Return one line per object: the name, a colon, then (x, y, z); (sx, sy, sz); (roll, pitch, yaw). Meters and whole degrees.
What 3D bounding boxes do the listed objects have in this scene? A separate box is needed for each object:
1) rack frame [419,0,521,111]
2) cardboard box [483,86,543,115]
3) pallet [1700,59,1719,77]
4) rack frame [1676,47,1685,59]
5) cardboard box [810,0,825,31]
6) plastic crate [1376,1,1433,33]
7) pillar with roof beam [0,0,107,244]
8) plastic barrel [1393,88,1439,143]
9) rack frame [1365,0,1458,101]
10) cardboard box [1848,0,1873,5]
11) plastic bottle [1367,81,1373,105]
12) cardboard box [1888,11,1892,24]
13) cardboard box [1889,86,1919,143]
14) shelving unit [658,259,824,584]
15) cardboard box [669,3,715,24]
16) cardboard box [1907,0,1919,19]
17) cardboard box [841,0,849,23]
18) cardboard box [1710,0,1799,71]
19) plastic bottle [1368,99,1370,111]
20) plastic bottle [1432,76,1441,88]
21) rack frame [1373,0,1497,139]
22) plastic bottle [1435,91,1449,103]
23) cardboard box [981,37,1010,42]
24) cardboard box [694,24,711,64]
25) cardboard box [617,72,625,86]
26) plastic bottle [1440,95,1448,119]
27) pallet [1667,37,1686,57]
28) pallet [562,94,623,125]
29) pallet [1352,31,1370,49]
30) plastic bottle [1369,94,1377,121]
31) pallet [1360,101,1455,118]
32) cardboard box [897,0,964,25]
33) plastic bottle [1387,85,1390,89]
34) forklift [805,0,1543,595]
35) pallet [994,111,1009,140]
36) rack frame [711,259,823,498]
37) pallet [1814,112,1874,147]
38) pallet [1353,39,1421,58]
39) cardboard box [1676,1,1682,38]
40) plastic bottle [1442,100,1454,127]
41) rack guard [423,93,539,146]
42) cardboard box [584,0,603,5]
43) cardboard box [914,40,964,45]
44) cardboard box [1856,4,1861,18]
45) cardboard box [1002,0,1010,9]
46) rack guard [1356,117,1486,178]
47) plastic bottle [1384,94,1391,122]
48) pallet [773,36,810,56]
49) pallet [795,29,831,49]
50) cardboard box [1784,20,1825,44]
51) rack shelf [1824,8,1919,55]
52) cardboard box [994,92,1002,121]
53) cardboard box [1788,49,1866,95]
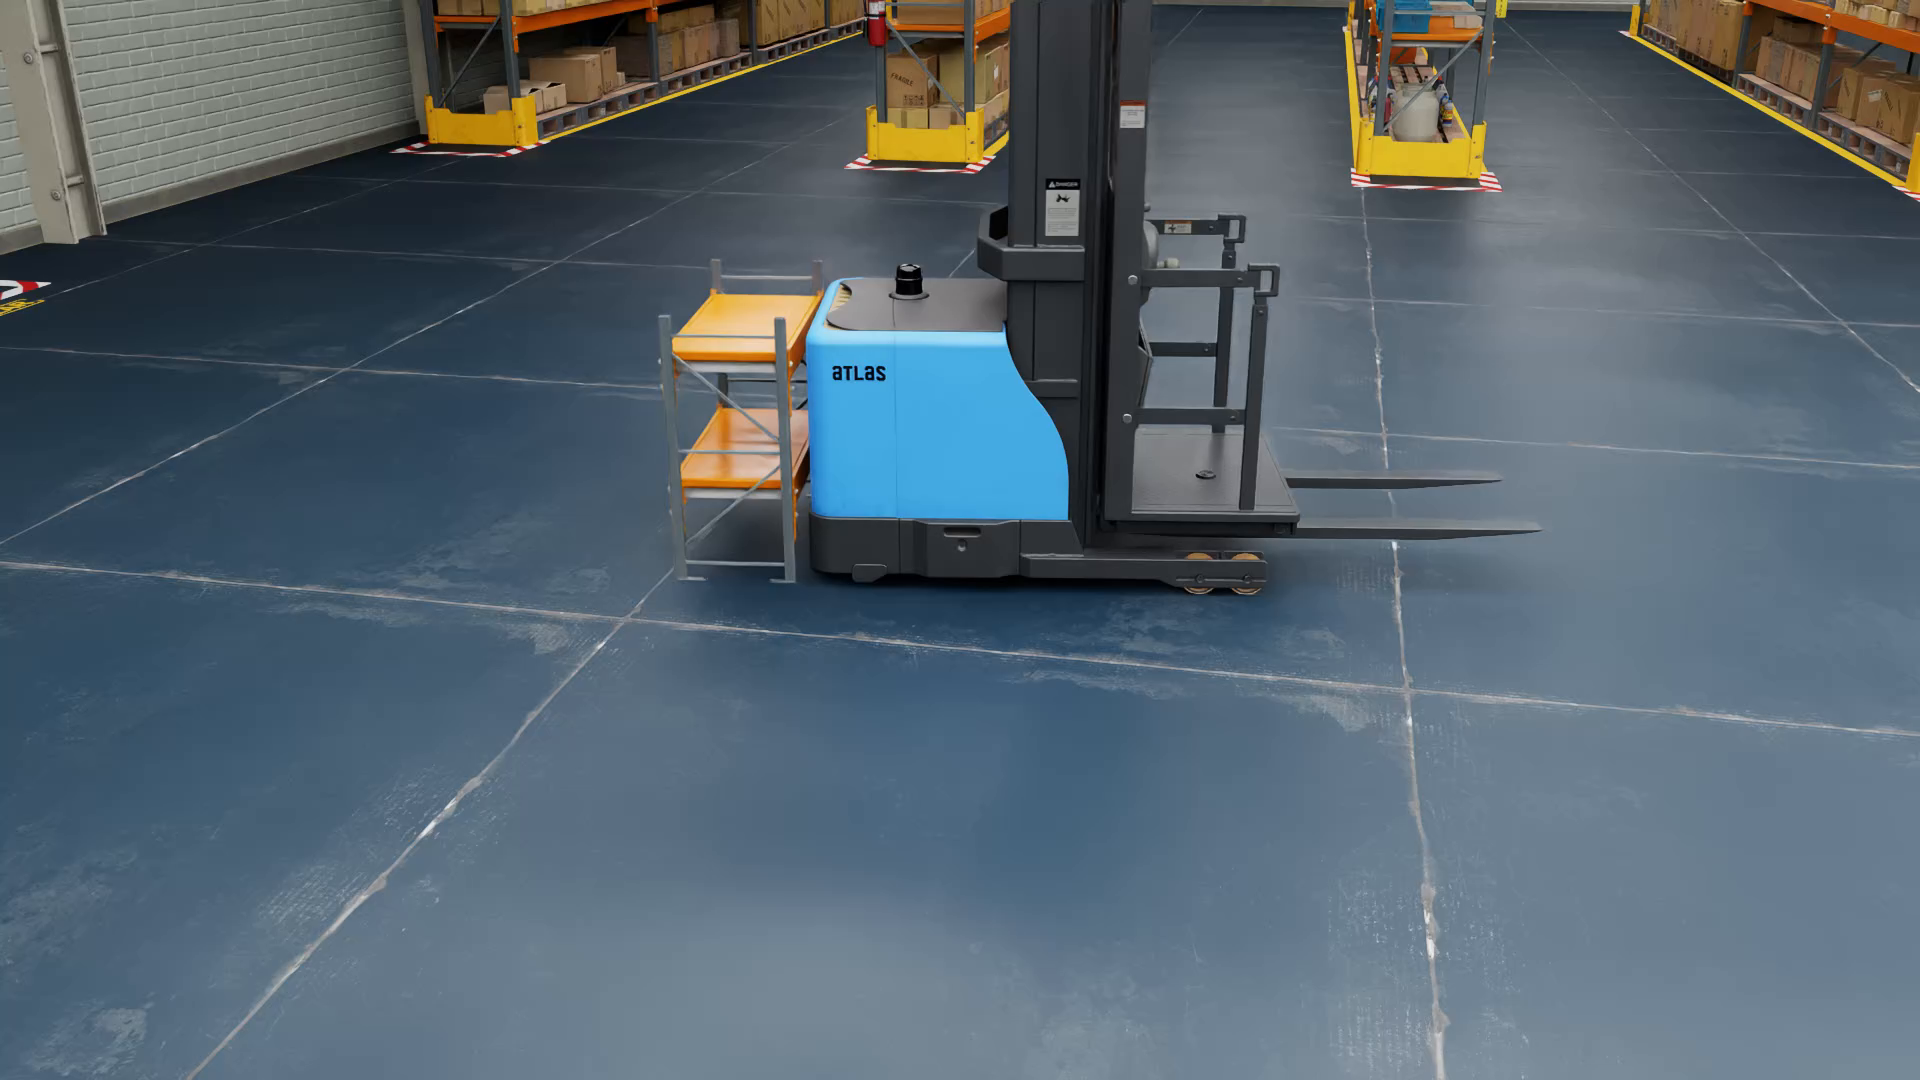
rack frame: (-5.202, -5.695, 17.479); (1.000, 3.000, 0.127); (4, 22, 11)
cardboard box: (-4.972, -4.898, 18.510); (0.500, 0.311, 0.500); (2, 22, 5)
pallet: (11.464, -6.922, 24.258); (1.003, 0.211, 1.213); (4, 22, 11)
rack frame: (11.794, -8.951, 25.563); (1.000, 3.000, 0.127); (4, 22, 11)
cardboard box: (-2.758, -9.033, 28.084); (0.750, 0.750, 0.750); (5, 22, 12)
plastic crate: (4.306, -5.076, 16.142); (0.499, 0.251, 0.616); (4, 22, 11)
pillar with roof beam: (-2.916, -6.277, 10.894); (9.100, 9.000, 0.400); (4, 22, 11)
plastic barrel: (4.556, -4.227, 16.602); (0.421, 0.512, 0.421); (0, 22, 0)
rack frame: (5.313, -6.403, 19.236); (1.000, 3.000, 0.127); (4, 22, 11)
cardboard box: (9.873, -5.869, 17.380); (0.875, 0.500, 0.500); (4, 22, 11)
plastic bottle: (4.780, -5.140, 19.157); (0.152, 0.276, 0.135); (5, 23, 13)
cardboard box: (9.524, -5.208, 16.607); (0.380, 0.149, 0.250); (4, 22, 11)
cardboard box: (9.724, -4.273, 16.733); (0.500, 0.500, 0.500); (7, 23, 16)
shelving unit: (-0.899, -0.541, 7.192); (0.538, 1.125, 1.048); (1, 22, 3)
cardboard box: (-3.843, -7.542, 23.818); (0.500, 0.250, 0.500); (5, 22, 12)
cardboard box: (9.469, -5.137, 15.563); (0.875, 0.500, 0.500); (4, 22, 11)
cardboard box: (-2.394, -9.568, 29.879); (0.700, 0.500, 0.500); (4, 22, 10)
cardboard box: (11.139, -6.948, 22.872); (1.225, 0.875, 0.875); (3, 22, 8)
plastic bottle: (4.623, -4.874, 18.598); (0.097, 0.201, 0.097); (0, 22, 0)
plastic bottle: (5.464, -5.120, 19.009); (0.144, 0.351, 0.185); (4, 22, 9)
rack frame: (4.497, -4.940, 15.603); (1.000, 3.000, 0.127); (4, 22, 11)
plastic bottle: (5.322, -4.838, 18.409); (0.152, 0.276, 0.135); (5, 22, 12)
cardboard box: (0.372, -5.497, 19.103); (0.500, 0.500, 0.500); (4, 22, 11)
cardboard box: (-3.958, -7.034, 23.562); (0.700, 0.500, 0.500); (4, 22, 11)
cardboard box: (-4.465, -5.850, 21.067); (0.380, 0.166, 0.250); (2, 22, 4)
plastic bottle: (5.262, -4.679, 18.020); (0.097, 0.271, 0.097); (0, 22, 0)
pallet: (12.026, -7.929, 26.759); (1.003, 0.211, 1.213); (4, 22, 11)
pallet: (-4.735, -5.168, 19.904); (1.003, 0.211, 1.213); (4, 22, 11)
pallet: (7.058, -8.307, 27.696); (1.003, 0.211, 1.213); (4, 22, 11)
plastic bottle: (4.521, -4.675, 18.004); (0.152, 0.276, 0.135); (5, 22, 11)
pallet: (5.135, -4.867, 19.155); (1.003, 0.211, 1.213); (4, 22, 11)
cardboard box: (-0.244, -5.535, 16.947); (0.700, 0.500, 0.500); (4, 22, 11)
plastic bottle: (4.831, -5.015, 18.854); (0.097, 0.271, 0.097); (0, 22, 0)
forklift: (0.904, -1.337, 6.751); (3.031, 2.935, 1.130); (1, 22, 2)
pallet: (0.015, -4.753, 18.872); (1.003, 0.211, 1.213); (4, 22, 11)
rack frame: (-0.867, -0.731, 7.662); (0.500, 1.125, 0.032); (1, 22, 3)
pallet: (10.059, -4.483, 18.203); (1.003, 0.211, 1.213); (4, 22, 11)
pallet: (6.747, -7.756, 26.328); (1.003, 0.211, 1.213); (4, 22, 11)
cardboard box: (12.007, -8.395, 26.466); (0.875, 0.875, 0.875); (4, 22, 11)
plastic bottle: (5.172, -4.517, 17.618); (0.097, 0.271, 0.097); (0, 22, 0)
rack guard: (-5.186, -4.563, 18.015); (1.175, 0.500, 0.348); (4, 22, 11)
cardboard box: (-4.484, -6.350, 19.280); (0.500, 0.250, 0.500); (5, 22, 11)
cardboard box: (-0.240, -5.354, 18.747); (0.500, 0.500, 0.500); (4, 22, 11)
cardboard box: (9.694, -5.577, 17.521); (0.380, 0.149, 0.250); (4, 22, 11)
cardboard box: (0.173, -6.289, 18.819); (0.700, 0.500, 0.500); (5, 22, 12)
rack guard: (4.466, -3.811, 16.148); (1.175, 0.500, 0.348); (4, 22, 11)
plastic bottle: (4.625, -4.671, 17.983); (0.061, 0.283, 0.133); (4, 22, 11)
pallet: (-3.084, -8.055, 27.070); (1.003, 0.211, 1.213); (4, 22, 11)
pallet: (-2.837, -8.502, 28.182); (1.003, 0.211, 1.213); (4, 22, 11)
cardboard box: (10.772, -6.438, 21.078); (0.500, 0.250, 0.500); (7, 23, 17)
rack shelf: (9.754, -4.960, 16.616); (1.077, 0.370, 4.000); (4, 22, 11)
cardboard box: (0.177, -4.783, 18.333); (0.500, 0.250, 0.500); (4, 22, 11)
cardboard box: (10.538, -5.670, 20.174); (0.700, 0.500, 0.500); (3, 22, 6)
